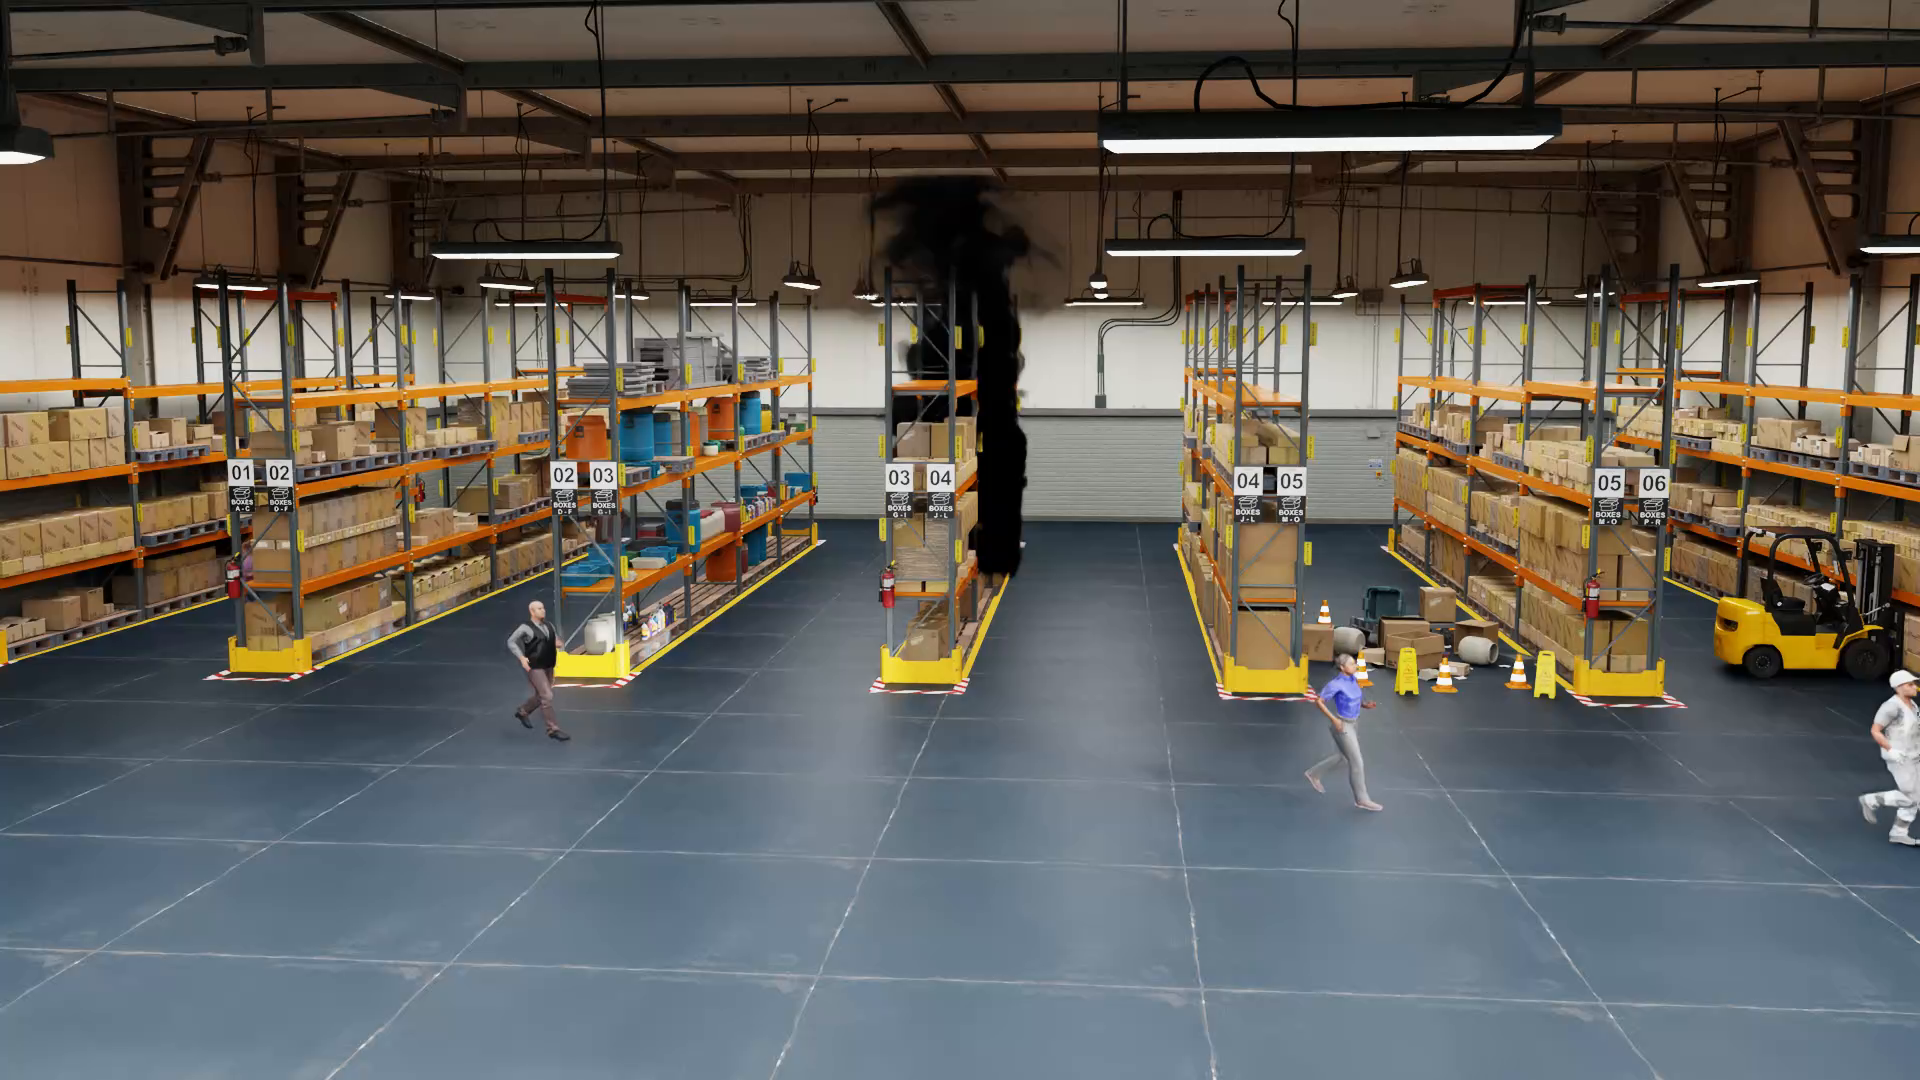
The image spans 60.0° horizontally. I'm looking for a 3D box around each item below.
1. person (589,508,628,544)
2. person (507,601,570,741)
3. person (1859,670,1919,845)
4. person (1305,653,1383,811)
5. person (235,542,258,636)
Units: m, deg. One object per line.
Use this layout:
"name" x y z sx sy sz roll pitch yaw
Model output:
"person" -6.721 0.055 31.660 0.687 1.793 0.725 0 7 3
"person" -5.253 1.609 20.780 0.969 1.707 0.656 3 8 26
"person" 9.330 2.154 16.528 0.672 1.741 0.592 -5 9 -37
"person" 4.103 2.020 17.774 0.931 1.634 0.581 5 8 35
"person" -11.961 0.825 27.879 0.543 1.568 0.854 0 7 2
